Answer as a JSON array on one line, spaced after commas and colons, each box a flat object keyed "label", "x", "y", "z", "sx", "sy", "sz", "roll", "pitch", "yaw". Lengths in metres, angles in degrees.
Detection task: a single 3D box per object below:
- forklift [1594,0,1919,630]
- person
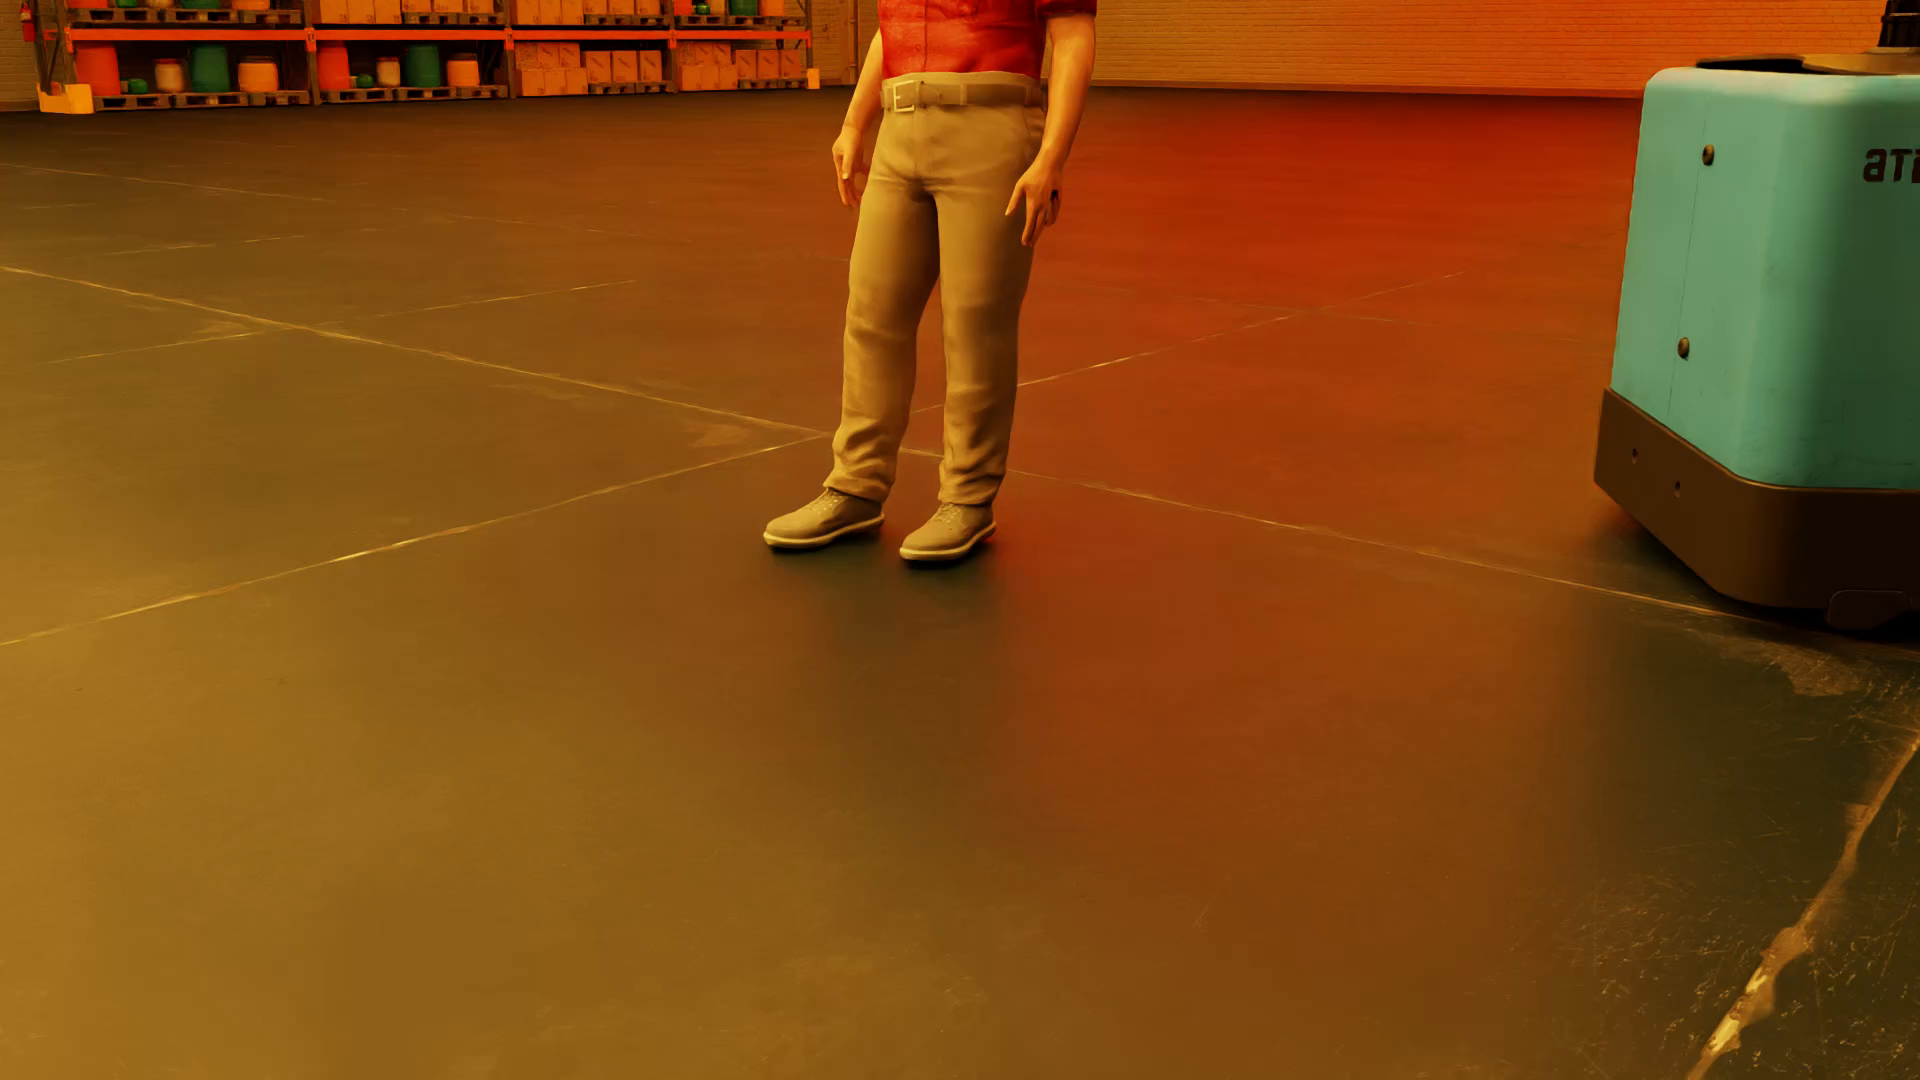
[{"label": "forklift", "x": 3.067, "y": -1.320, "z": 3.244, "sx": 3.031, "sy": 2.935, "sz": 1.130, "roll": 1, "pitch": 17, "yaw": 4}, {"label": "person", "x": -0.066, "y": -0.816, "z": 3.630, "sx": 0.640, "sy": 1.727, "sz": 0.551, "roll": 13, "pitch": 21, "yaw": 37}]
